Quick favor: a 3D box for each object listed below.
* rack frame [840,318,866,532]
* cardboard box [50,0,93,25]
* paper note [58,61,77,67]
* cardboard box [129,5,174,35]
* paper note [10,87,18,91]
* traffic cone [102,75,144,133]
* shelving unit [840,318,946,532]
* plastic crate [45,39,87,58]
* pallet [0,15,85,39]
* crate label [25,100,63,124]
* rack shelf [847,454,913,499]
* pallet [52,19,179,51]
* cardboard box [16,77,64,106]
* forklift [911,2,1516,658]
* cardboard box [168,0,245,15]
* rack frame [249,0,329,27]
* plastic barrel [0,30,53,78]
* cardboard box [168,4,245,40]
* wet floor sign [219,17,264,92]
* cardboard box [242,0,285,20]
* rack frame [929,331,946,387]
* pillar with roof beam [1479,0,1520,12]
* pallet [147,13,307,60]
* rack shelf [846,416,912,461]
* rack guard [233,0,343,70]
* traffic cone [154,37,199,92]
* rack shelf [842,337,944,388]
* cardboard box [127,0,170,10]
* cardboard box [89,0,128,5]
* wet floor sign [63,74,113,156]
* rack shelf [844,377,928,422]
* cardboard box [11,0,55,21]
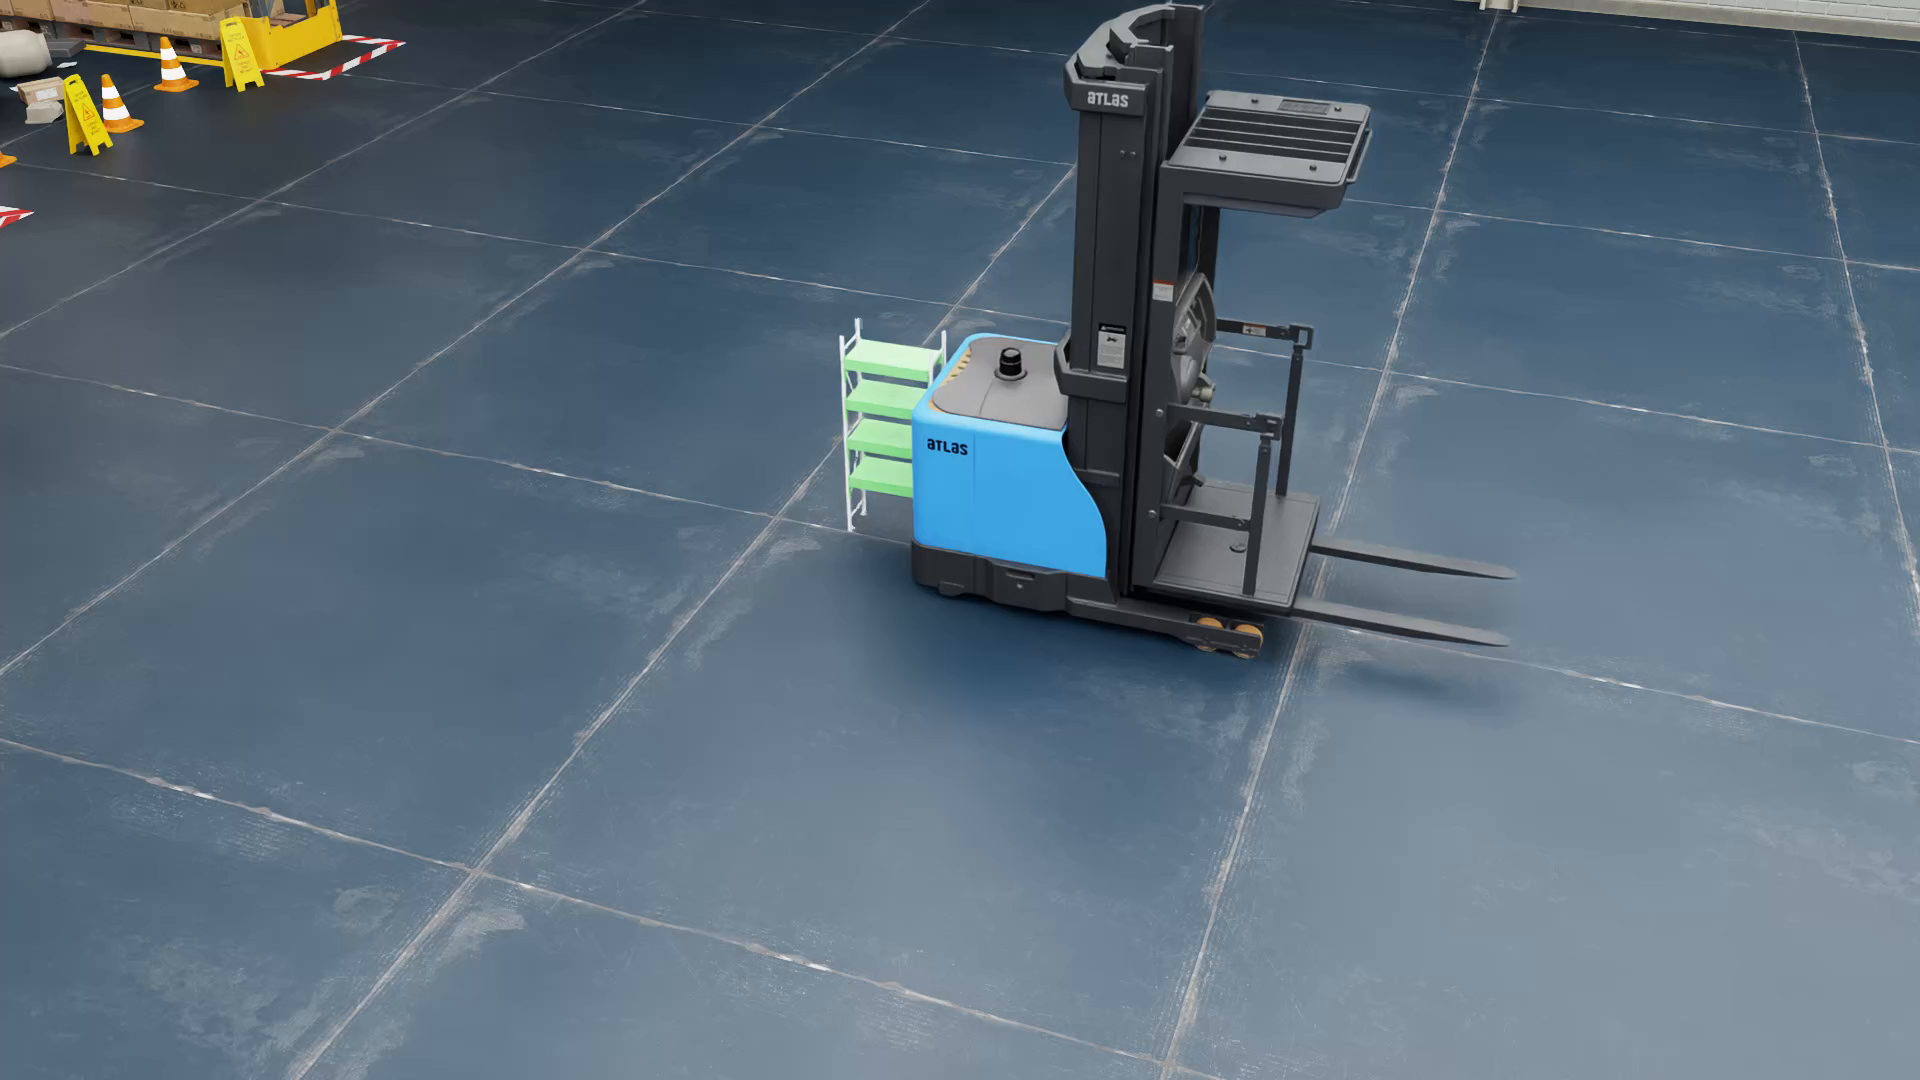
[{"bbox_3d":[-0.580,-0.611,9.058,0.015,1.200,0.240,10,34,15],"label":"rack frame"},{"bbox_3d":[-8.976,-5.520,17.150,0.500,0.250,0.500,11,34,16],"label":"cardboard box"},{"bbox_3d":[-8.863,-4.723,16.505,0.148,0.019,0.142,0,33,0],"label":"paper note"},{"bbox_3d":[-8.019,-5.331,16.857,0.500,0.250,0.500,11,34,17],"label":"cardboard box"},{"bbox_3d":[-8.992,-4.336,15.917,0.142,0.019,0.148,24,40,32],"label":"paper note"},{"bbox_3d":[-7.576,-3.925,14.871,0.334,0.463,0.336,11,34,16],"label":"traffic cone"},{"bbox_3d":[-0.349,-0.569,8.994,0.503,1.200,0.258,10,34,15],"label":"shelving unit"},{"bbox_3d":[-9.246,-4.999,16.888,0.583,0.080,0.402,0,33,0],"label":"plastic crate"},{"bbox_3d":[-9.803,-5.656,17.783,1.213,0.211,1.003,11,34,16],"label":"pallet"},{"bbox_3d":[-8.337,-3.901,15.133,0.298,0.136,0.250,-6,33,-9],"label":"crate label"},{"bbox_3d":[-0.349,-0.314,9.159,0.480,0.148,0.258,10,34,15],"label":"rack shelf"},{"bbox_3d":[-8.651,-5.433,17.439,1.213,0.211,1.003,11,34,16],"label":"pallet"},{"bbox_3d":[-8.597,-4.211,15.602,0.380,0.149,0.250,-25,40,-33],"label":"cardboard box"},{"bbox_3d":[1.318,-0.966,8.011,3.031,2.935,1.130,10,34,15],"label":"forklift"},{"bbox_3d":[-7.524,-5.550,16.505,0.500,0.500,0.500,11,35,17],"label":"cardboard box"},{"bbox_3d":[-6.682,-6.200,16.055,0.127,3.000,1.000,11,34,16],"label":"rack frame"},{"bbox_3d":[-9.137,-4.723,16.142,0.512,0.421,0.421,-18,37,-25],"label":"plastic barrel"},{"bbox_3d":[-7.556,-5.236,16.710,0.500,0.250,0.500,11,34,16],"label":"cardboard box"},{"bbox_3d":[-6.864,-4.630,15.794,0.232,0.644,0.267,24,40,32],"label":"wet floor sign"},{"bbox_3d":[-7.348,-5.510,17.135,0.500,0.250,0.500,11,34,16],"label":"cardboard box"},{"bbox_3d":[-0.117,-0.528,8.929,0.015,1.200,0.240,10,34,15],"label":"rack frame"},{"bbox_3d":[4.482,-7.449,12.459,0.400,9.000,9.100,11,34,16],"label":"pillar with roof beam"},{"bbox_3d":[-7.506,-5.209,17.092,1.213,0.211,1.003,11,34,16],"label":"pallet"},{"bbox_3d":[-0.349,-0.516,9.028,0.480,0.148,0.258,10,34,15],"label":"rack shelf"},{"bbox_3d":[-6.754,-5.164,16.755,0.348,0.500,1.175,11,34,16],"label":"rack guard"},{"bbox_3d":[-7.522,-4.554,15.845,0.334,0.463,0.336,11,34,16],"label":"traffic cone"},{"bbox_3d":[-0.349,-0.919,8.768,0.480,0.148,0.258,10,34,15],"label":"rack shelf"},{"bbox_3d":[-8.017,-5.644,16.650,0.500,0.500,0.500,12,35,18],"label":"cardboard box"},{"bbox_3d":[-8.489,-5.739,16.799,0.500,0.500,0.500,10,34,15],"label":"cardboard box"},{"bbox_3d":[-7.562,-3.671,14.308,0.232,0.644,0.267,5,33,8],"label":"wet floor sign"},{"bbox_3d":[-0.349,-0.717,8.898,0.480,0.148,0.258,10,34,15],"label":"rack shelf"},{"bbox_3d":[-9.477,-5.616,17.298,0.500,0.250,0.500,13,35,19],"label":"cardboard box"}]
